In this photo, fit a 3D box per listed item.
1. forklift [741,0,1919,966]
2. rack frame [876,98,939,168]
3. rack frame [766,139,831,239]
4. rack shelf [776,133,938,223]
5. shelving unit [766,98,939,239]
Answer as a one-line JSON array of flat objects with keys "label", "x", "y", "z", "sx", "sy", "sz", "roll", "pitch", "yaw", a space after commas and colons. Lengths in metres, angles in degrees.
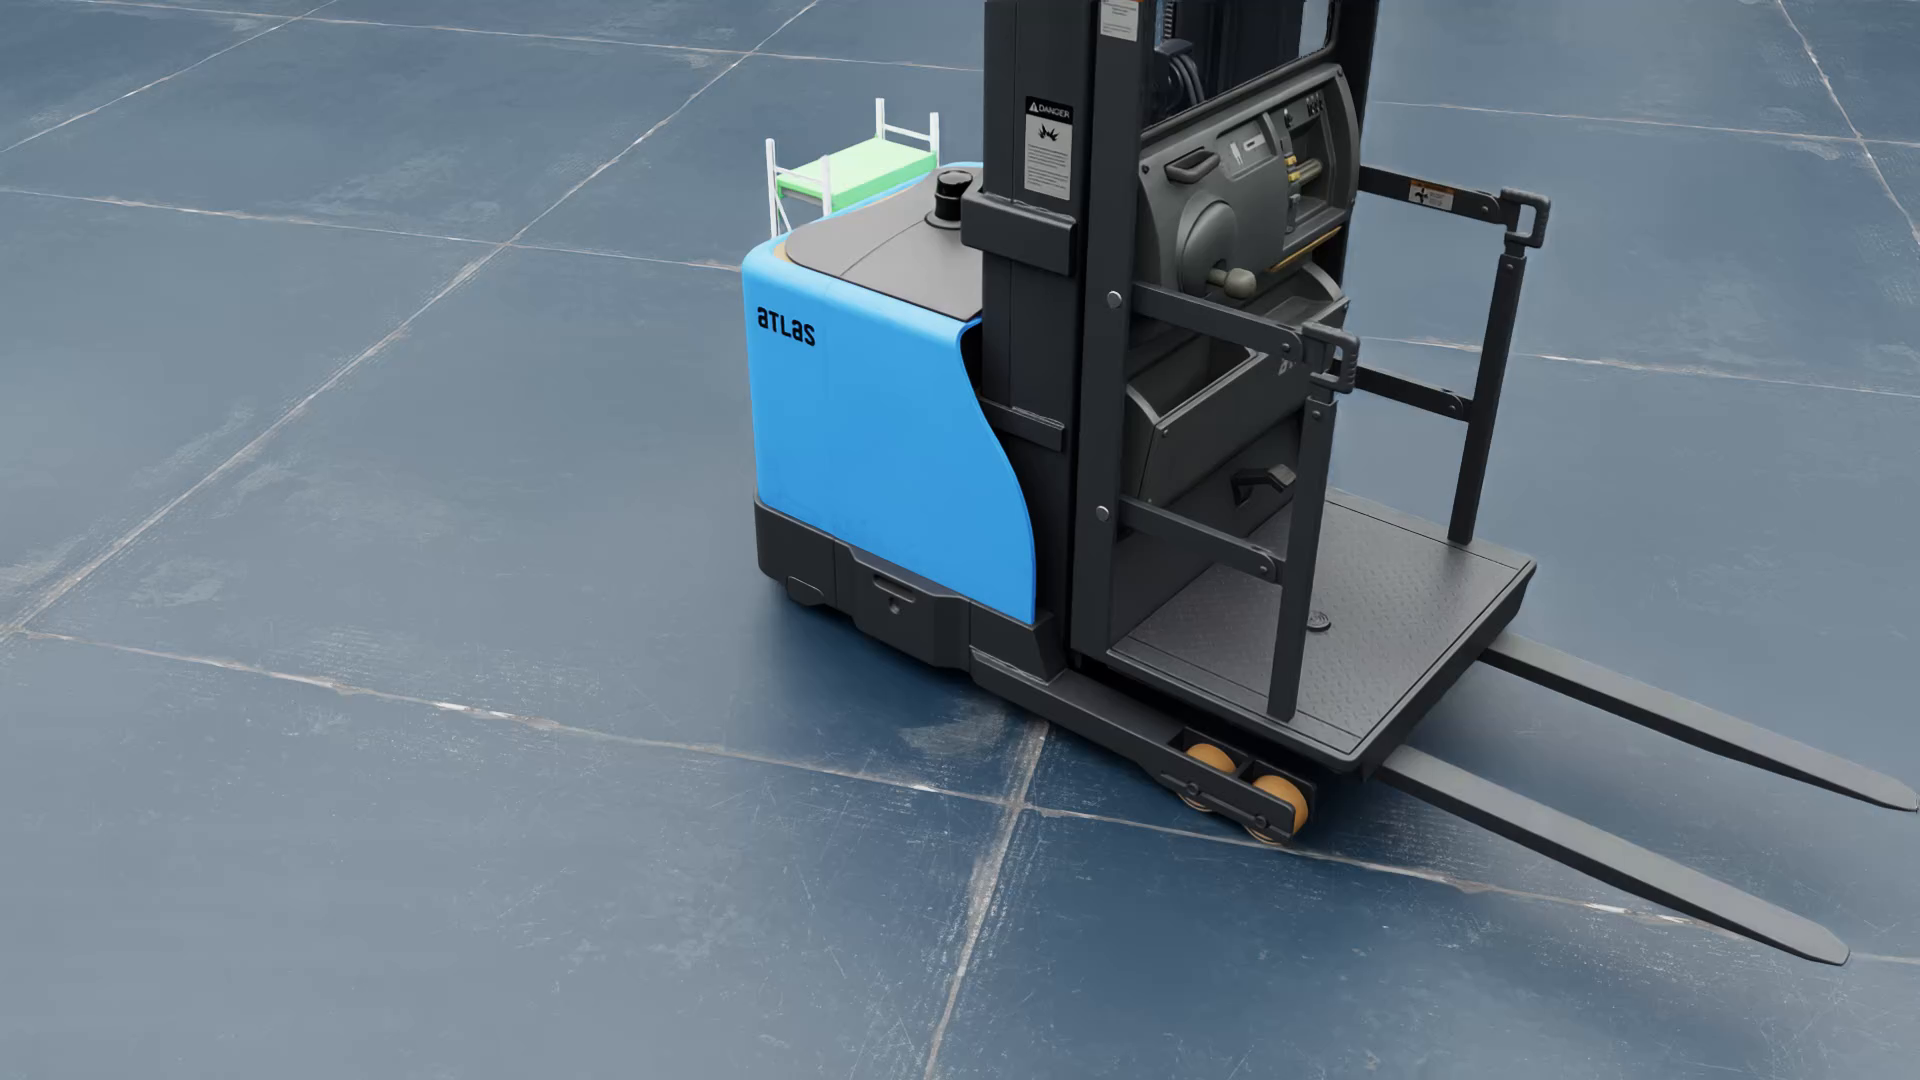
[{"label": "forklift", "x": 0.858, "y": -0.814, "z": 3.798, "sx": 3.031, "sy": 2.935, "sz": 1.130, "roll": 23, "pitch": 39, "yaw": 32}, {"label": "rack frame", "x": -0.163, "y": -0.826, "z": 5.431, "sx": 0.240, "sy": 1.200, "sz": 0.015, "roll": 23, "pitch": 39, "yaw": 32}, {"label": "rack frame", "x": -0.468, "y": -0.622, "z": 5.110, "sx": 0.240, "sy": 1.200, "sz": 0.015, "roll": 23, "pitch": 39, "yaw": 32}, {"label": "rack shelf", "x": -0.316, "y": -1.075, "z": 5.047, "sx": 0.258, "sy": 0.148, "sz": 0.480, "roll": 23, "pitch": 39, "yaw": 32}, {"label": "shelving unit", "x": -0.316, "y": -0.724, "z": 5.270, "sx": 0.258, "sy": 1.200, "sz": 0.503, "roll": 23, "pitch": 39, "yaw": 32}]
